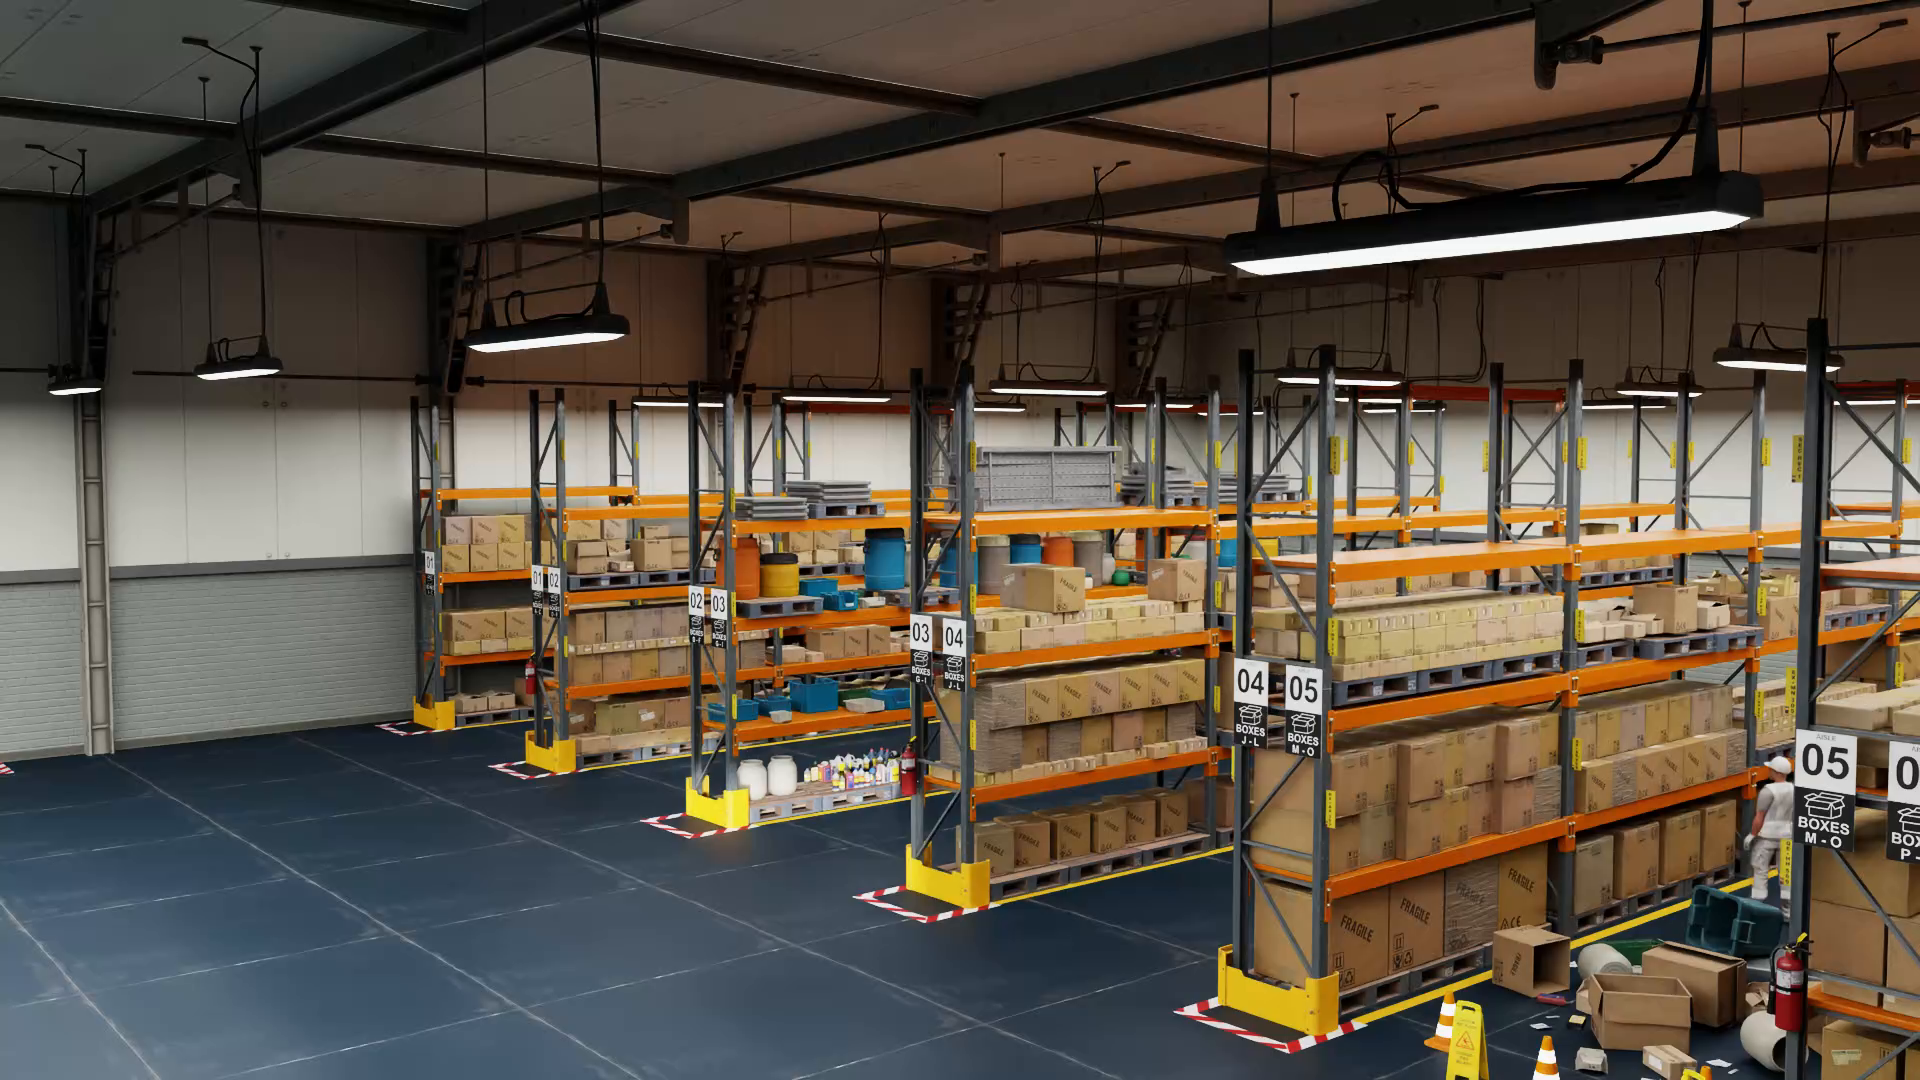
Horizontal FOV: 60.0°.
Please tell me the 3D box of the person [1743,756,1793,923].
[{"bbox_3d":[8.757,3.220,17.907,0.608,1.796,0.414,0,3,5],"label":"person"}]
